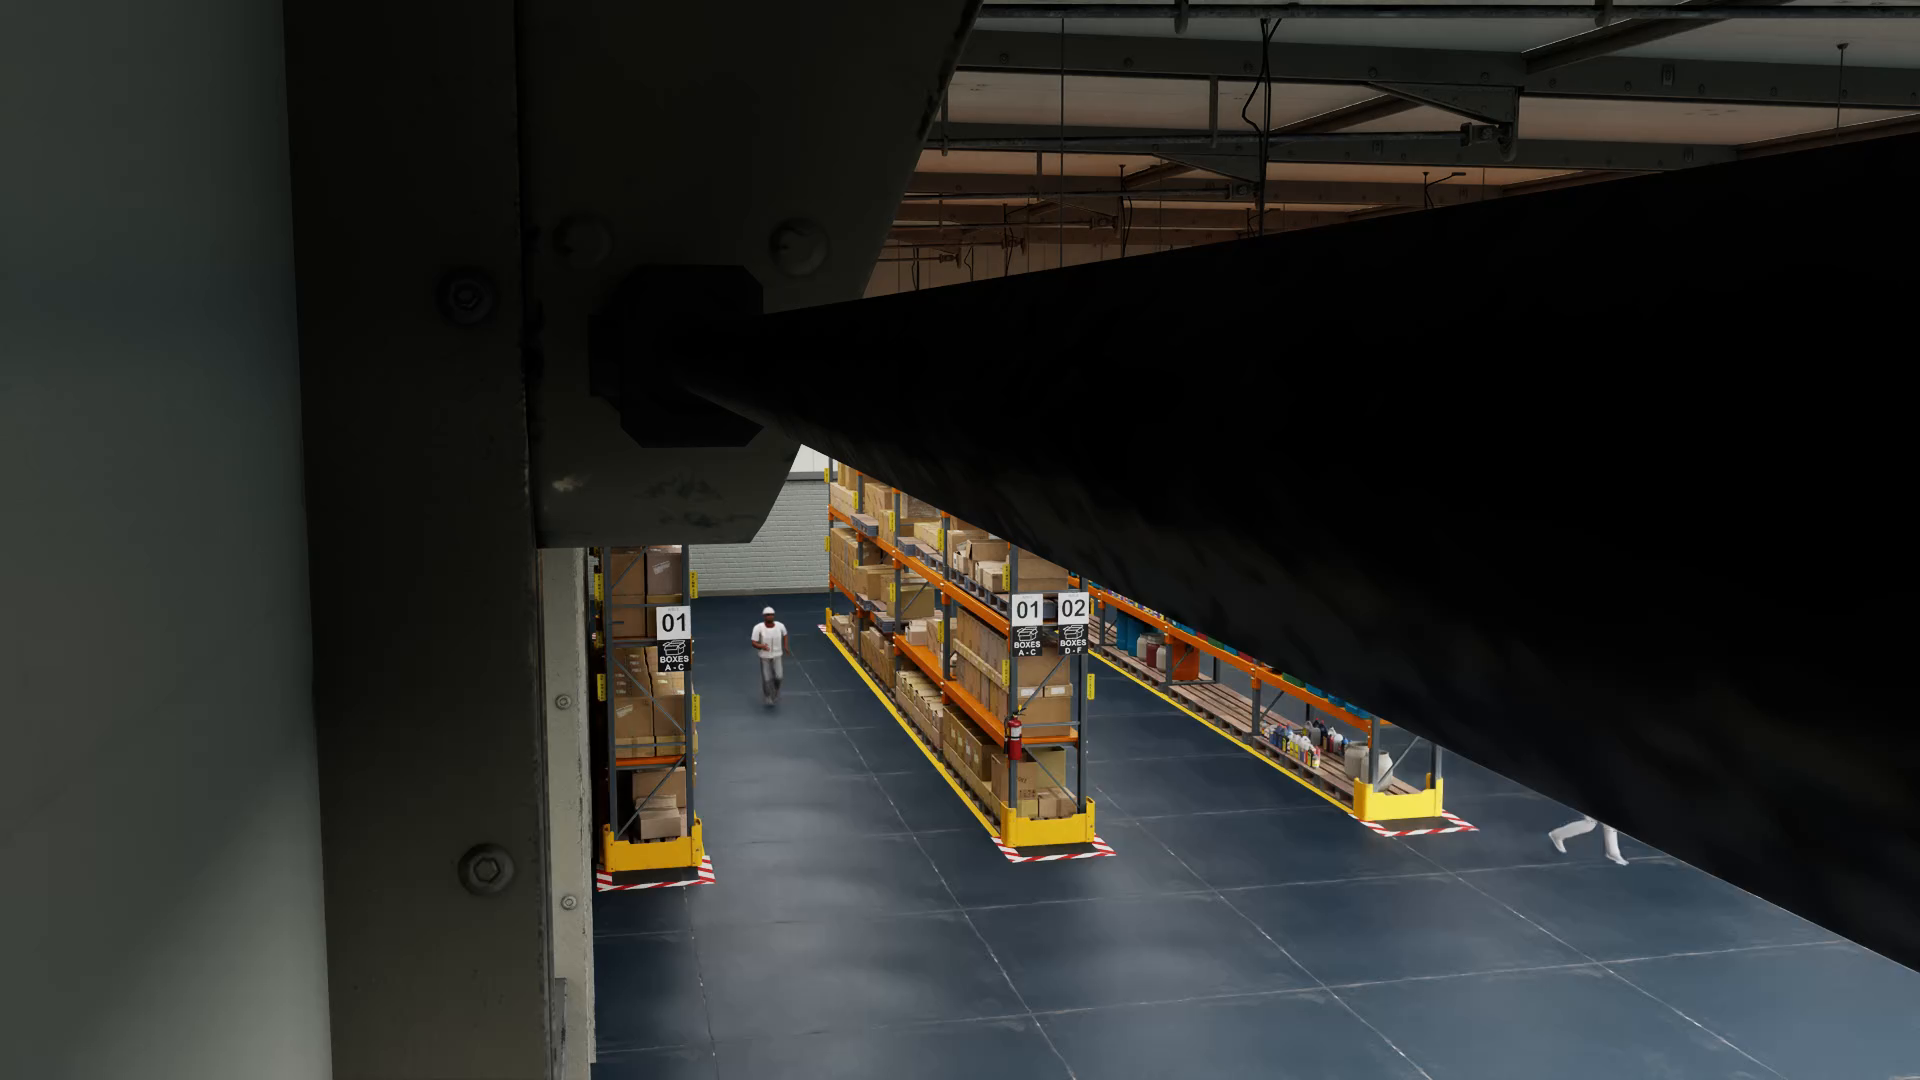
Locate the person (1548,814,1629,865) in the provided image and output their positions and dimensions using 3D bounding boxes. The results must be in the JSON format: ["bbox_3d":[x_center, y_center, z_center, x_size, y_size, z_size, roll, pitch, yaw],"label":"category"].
[{"bbox_3d":[7.700,3.157,20.319,0.963,1.630,0.600,1,7,4],"label":"person"}]

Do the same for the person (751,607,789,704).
[{"bbox_3d":[-3.286,2.026,28.957,0.684,1.725,0.626,-2,7,-16],"label":"person"}]
